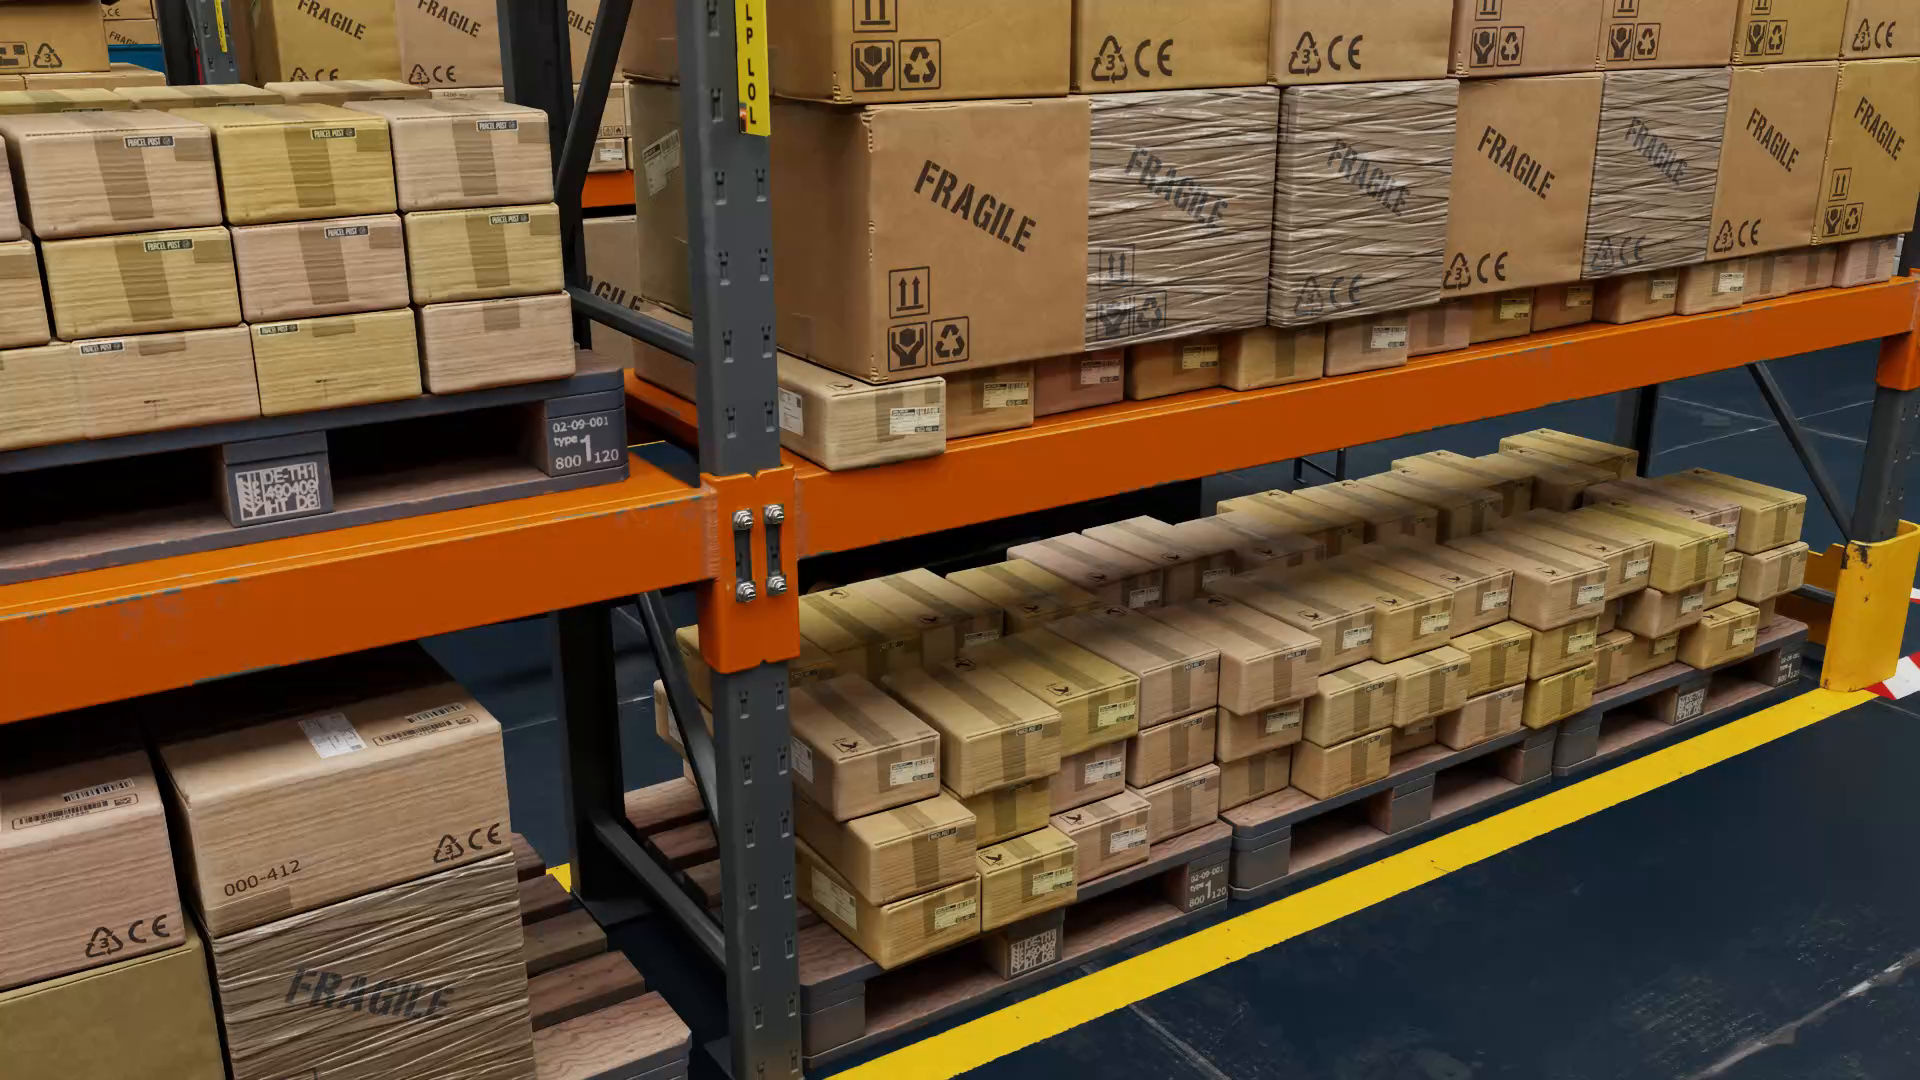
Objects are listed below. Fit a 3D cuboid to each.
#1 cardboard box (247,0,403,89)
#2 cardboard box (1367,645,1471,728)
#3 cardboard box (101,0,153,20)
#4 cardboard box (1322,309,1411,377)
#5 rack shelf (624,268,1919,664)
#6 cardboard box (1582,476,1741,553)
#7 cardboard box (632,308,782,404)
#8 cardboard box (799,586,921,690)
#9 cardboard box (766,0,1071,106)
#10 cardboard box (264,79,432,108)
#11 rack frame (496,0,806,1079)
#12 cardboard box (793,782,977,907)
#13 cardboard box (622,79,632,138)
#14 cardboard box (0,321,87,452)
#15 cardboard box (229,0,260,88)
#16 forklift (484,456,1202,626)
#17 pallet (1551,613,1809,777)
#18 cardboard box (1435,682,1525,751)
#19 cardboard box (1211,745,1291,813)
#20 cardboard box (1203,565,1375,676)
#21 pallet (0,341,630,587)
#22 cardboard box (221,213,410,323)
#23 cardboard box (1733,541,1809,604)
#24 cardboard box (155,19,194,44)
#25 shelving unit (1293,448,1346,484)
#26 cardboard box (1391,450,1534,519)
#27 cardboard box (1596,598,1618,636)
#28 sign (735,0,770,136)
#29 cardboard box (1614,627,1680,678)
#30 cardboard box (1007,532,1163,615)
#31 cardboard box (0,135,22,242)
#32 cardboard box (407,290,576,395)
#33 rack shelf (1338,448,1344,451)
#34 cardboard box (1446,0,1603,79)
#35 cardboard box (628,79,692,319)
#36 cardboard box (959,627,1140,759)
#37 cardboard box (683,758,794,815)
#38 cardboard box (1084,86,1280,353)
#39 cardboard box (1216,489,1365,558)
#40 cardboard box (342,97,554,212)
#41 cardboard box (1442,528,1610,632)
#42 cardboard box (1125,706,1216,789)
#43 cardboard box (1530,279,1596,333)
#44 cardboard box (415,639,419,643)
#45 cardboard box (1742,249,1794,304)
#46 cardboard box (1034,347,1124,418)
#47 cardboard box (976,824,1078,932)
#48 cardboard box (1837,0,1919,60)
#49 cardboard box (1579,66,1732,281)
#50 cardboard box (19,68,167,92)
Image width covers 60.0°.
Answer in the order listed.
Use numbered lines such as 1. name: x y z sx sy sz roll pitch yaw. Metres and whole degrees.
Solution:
1. cardboard box: -2.748 -2.207 7.187 0.500 0.500 0.500 -12 22 -31
2. cardboard box: 1.114 0.337 4.395 0.250 0.149 0.380 -12 22 -31
3. cardboard box: -7.755 -5.036 15.239 0.500 0.500 0.500 -13 22 -33
4. cardboard box: 0.844 -0.509 3.960 0.250 0.149 0.380 -11 21 -29
5. rack shelf: 1.025 -0.433 4.464 4.000 0.370 1.077 -12 22 -31
6. cardboard box: 2.151 -0.066 5.123 0.250 0.149 0.380 -11 22 -30
7. cardboard box: -0.535 -0.415 3.681 0.250 0.149 0.380 -12 22 -32
8. cardboard box: -0.300 0.261 4.157 0.250 0.149 0.380 -12 22 -31
9. cardboard box: -0.134 -1.097 3.125 0.500 0.500 0.500 -11 22 -30
10. cardboard box: -1.227 -0.836 3.343 0.250 0.149 0.380 -11 21 -29
11. rack frame: -0.645 -0.421 3.307 0.127 3.000 1.000 -12 22 -31
12. cardboard box: -0.166 0.611 3.584 0.250 0.149 0.380 -11 21 -29
13. cardboard box: -1.488 -2.112 8.078 0.500 0.250 0.500 -12 22 -31
14. cardboard box: -1.503 -0.245 2.522 0.250 0.149 0.380 -13 23 -34
15. cardboard box: -3.052 -2.343 7.591 0.500 0.500 0.500 -11 22 -30
16. forklift: -0.516 -1.273 5.933 3.031 2.935 1.130 -13 22 -33
17. pallet: 1.934 0.342 5.402 1.213 0.211 1.003 -12 22 -31
18. cardboard box: 1.327 0.422 4.609 0.250 0.149 0.380 -11 22 -30
19. cardboard box: 0.627 0.533 4.280 0.250 0.149 0.380 -13 23 -34
20. cardboard box: 0.848 0.208 4.313 0.250 0.149 0.380 -13 23 -34
21. pallet: -1.364 -0.234 3.054 1.213 0.211 1.003 -12 22 -31
22. cardboard box: -1.088 -0.472 2.730 0.250 0.149 0.380 -12 22 -31
23. cardboard box: 2.412 0.054 5.232 0.250 0.149 0.380 -13 22 -33
24. cardboard box: -7.313 -4.659 15.685 0.500 0.500 0.500 -12 22 -32
25. shelving unit: 1.238 -0.893 7.046 0.755 1.500 0.431 -6 20 -17
26. cardboard box: 1.626 -0.164 5.412 0.250 0.149 0.380 -12 22 -32
27. cardboard box: 1.698 0.166 4.901 0.250 0.149 0.380 -12 22 -32
28. sign: -0.337 -0.822 2.684 0.005 0.325 0.100 -12 22 -31
29. cardboard box: 1.943 0.270 5.057 0.250 0.149 0.380 -12 22 -32
30. cardboard box: 0.339 0.118 4.580 0.250 0.149 0.380 -13 23 -34
31. cardboard box: -1.533 -0.521 2.410 0.250 0.149 0.380 -12 22 -32
32. cardboard box: -0.868 -0.378 2.916 0.250 0.149 0.380 -12 22 -33
33. rack shelf: 1.238 -0.585 7.150 0.720 0.370 0.431 -6 20 -17
34. cardboard box: 1.158 -1.363 3.912 0.500 0.500 0.500 -13 23 -33
35. cardboard box: -0.397 -0.770 3.719 0.500 0.500 0.500 -12 22 -31
36. cardboard box: 0.203 0.353 3.884 0.250 0.149 0.380 -12 22 -32
37. cardboard box: -0.505 0.570 4.170 0.250 0.149 0.380 -12 22 -31
38. cardboard box: 0.316 -0.718 3.565 0.500 0.500 0.500 -12 22 -31
39. cardboard box: 0.983 -0.017 4.979 0.250 0.149 0.380 -12 22 -31
40. cardboard box: -0.873 -0.660 2.821 0.250 0.149 0.380 -11 21 -29
41. cardboard box: 1.560 0.105 4.619 0.250 0.149 0.380 -11 22 -29
42. cardboard box: 0.406 0.443 4.081 0.250 0.149 0.380 -13 23 -34
43. cardboard box: 1.454 -0.670 4.436 0.250 0.149 0.380 -13 23 -34
44. cardboard box: -1.408 0.268 3.344 0.500 0.250 0.500 -13 23 -34
45. cardboard box: 2.149 -0.792 4.795 0.250 0.149 0.380 -12 22 -32
46. cardboard box: 0.140 -0.391 3.609 0.250 0.149 0.380 -13 23 -34
47. cardboard box: 0.058 0.705 3.770 0.250 0.149 0.380 -11 22 -30
48. cardboard box: 2.450 -1.640 4.732 0.500 0.500 0.500 -12 22 -32
49. cardboard box: 1.611 -0.985 4.353 0.500 0.500 0.500 -12 22 -31
50. cardboard box: -3.529 -1.657 6.808 0.500 0.500 0.500 -12 22 -31
